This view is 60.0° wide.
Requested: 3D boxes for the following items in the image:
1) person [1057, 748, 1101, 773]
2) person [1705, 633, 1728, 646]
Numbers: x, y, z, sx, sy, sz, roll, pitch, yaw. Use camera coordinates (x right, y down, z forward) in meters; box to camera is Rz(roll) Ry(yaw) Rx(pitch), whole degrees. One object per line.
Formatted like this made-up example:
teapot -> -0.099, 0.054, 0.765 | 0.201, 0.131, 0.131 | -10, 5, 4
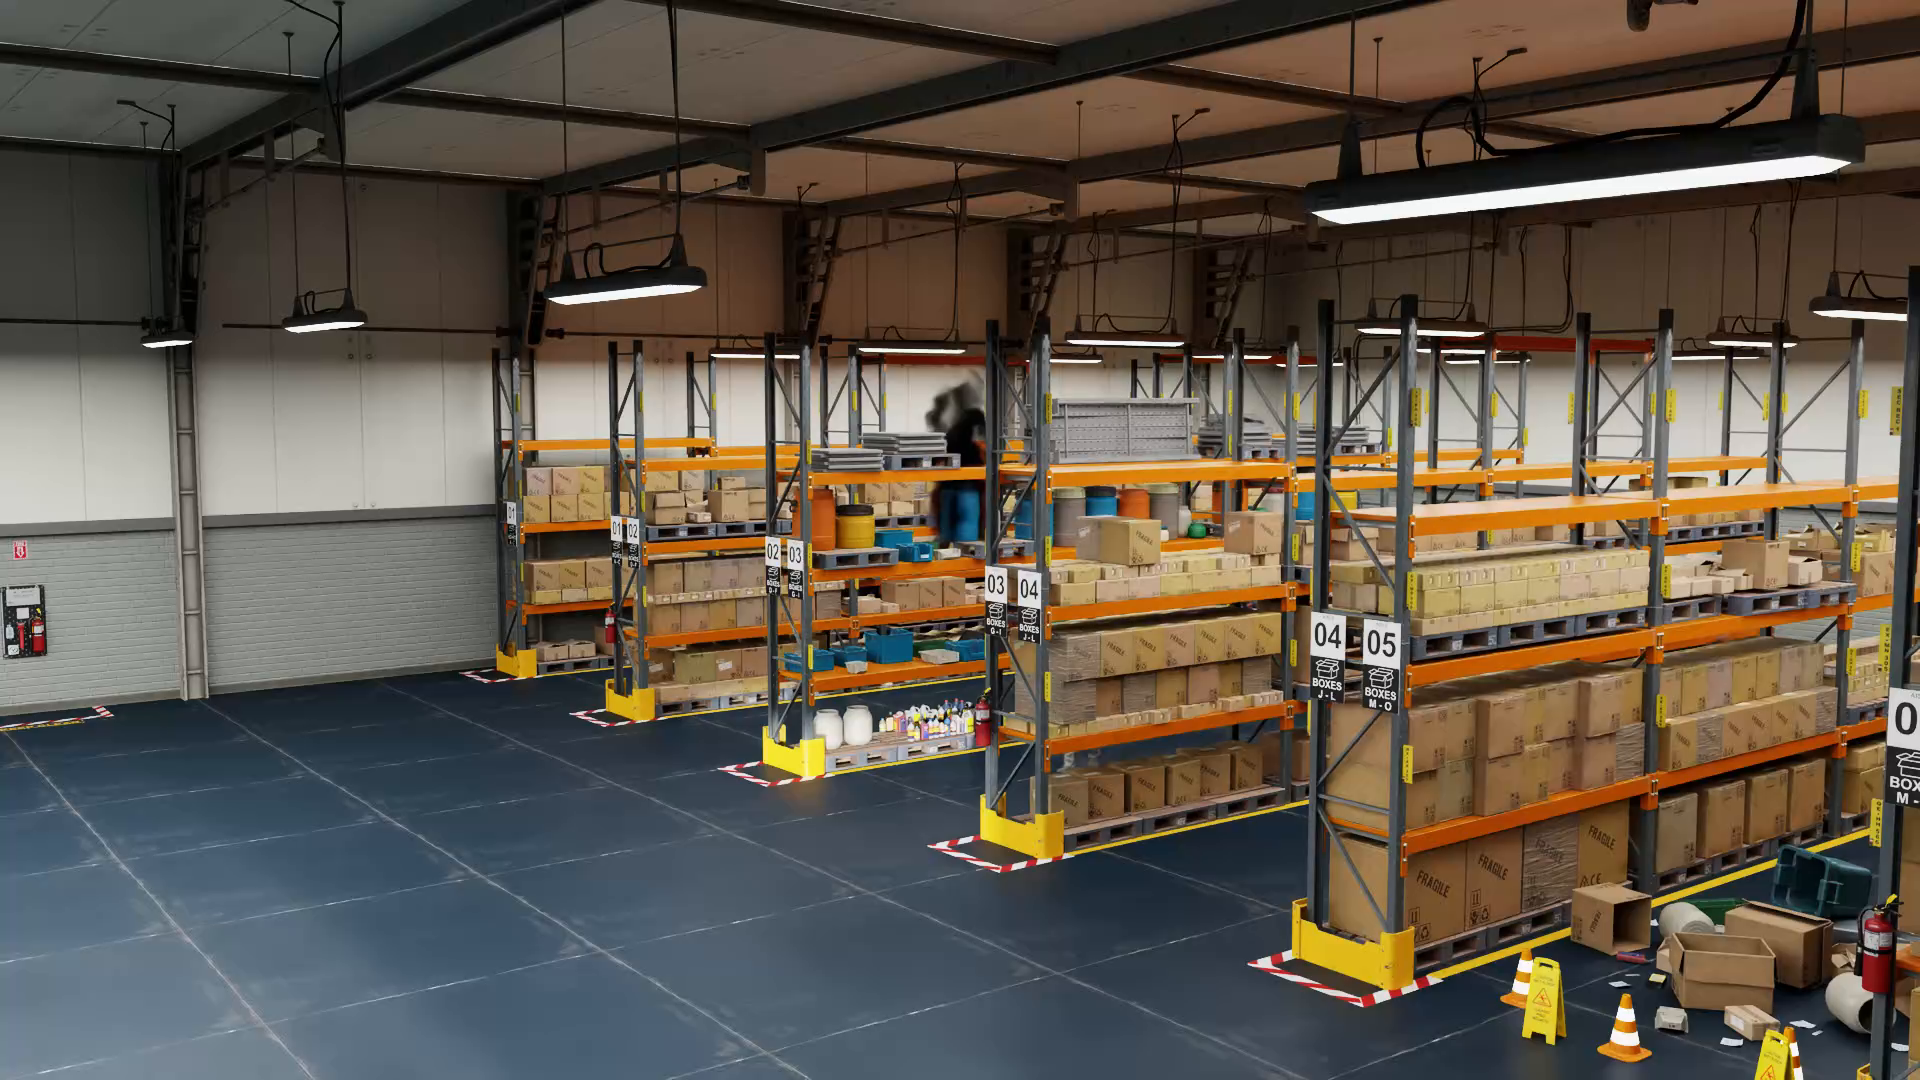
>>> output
person -> 1.506, 2.124, 21.417 | 0.656, 1.751, 0.688 | -4, 6, -37
person -> 11.198, 2.151, 24.520 | 0.858, 1.770, 0.621 | -5, 7, -42
